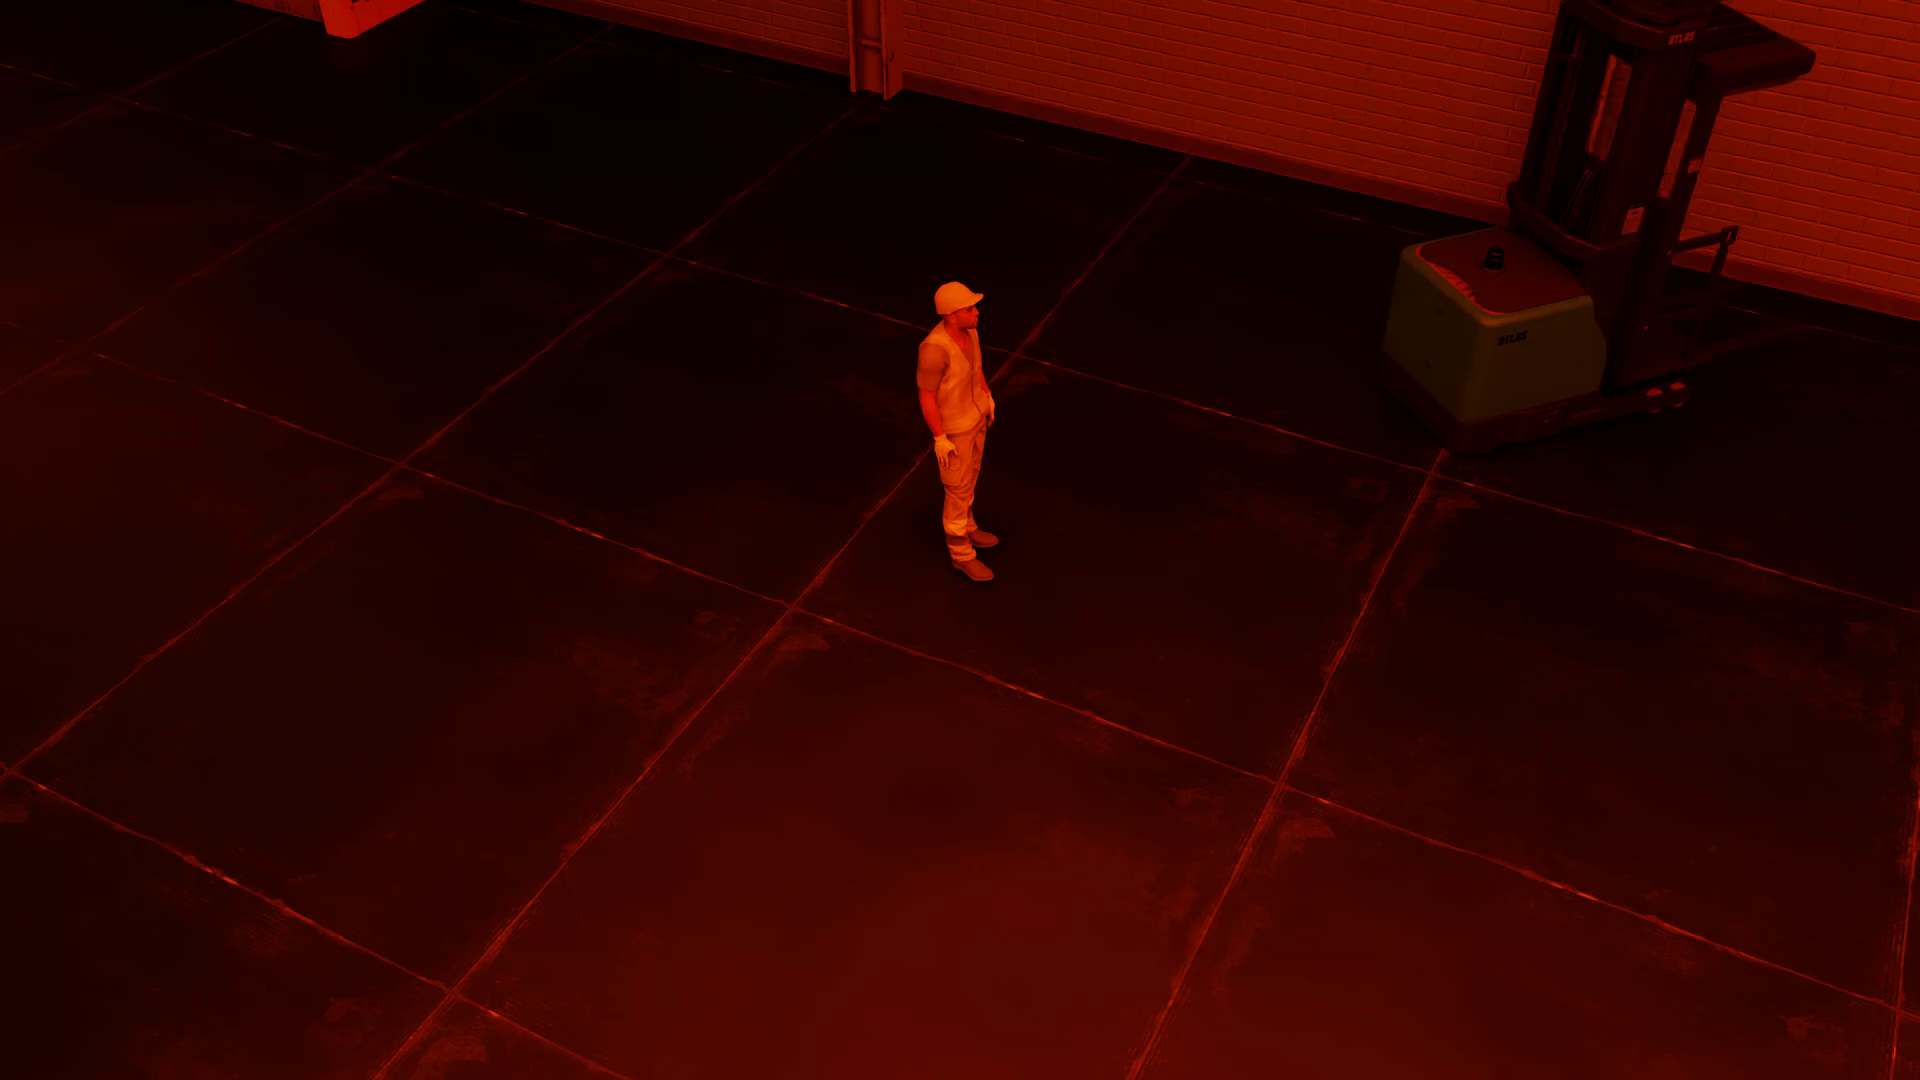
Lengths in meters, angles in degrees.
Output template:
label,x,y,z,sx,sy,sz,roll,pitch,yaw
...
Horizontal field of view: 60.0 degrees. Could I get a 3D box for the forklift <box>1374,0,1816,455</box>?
label,x,y,z,sx,sy,sz,roll,pitch,yaw
forklift,4.434,-2.285,10.699,3.031,2.935,1.130,-15,42,-17

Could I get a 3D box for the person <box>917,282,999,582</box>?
label,x,y,z,sx,sy,sz,roll,pitch,yaw
person,0.065,-0.659,9.644,0.564,1.787,0.637,18,43,21
